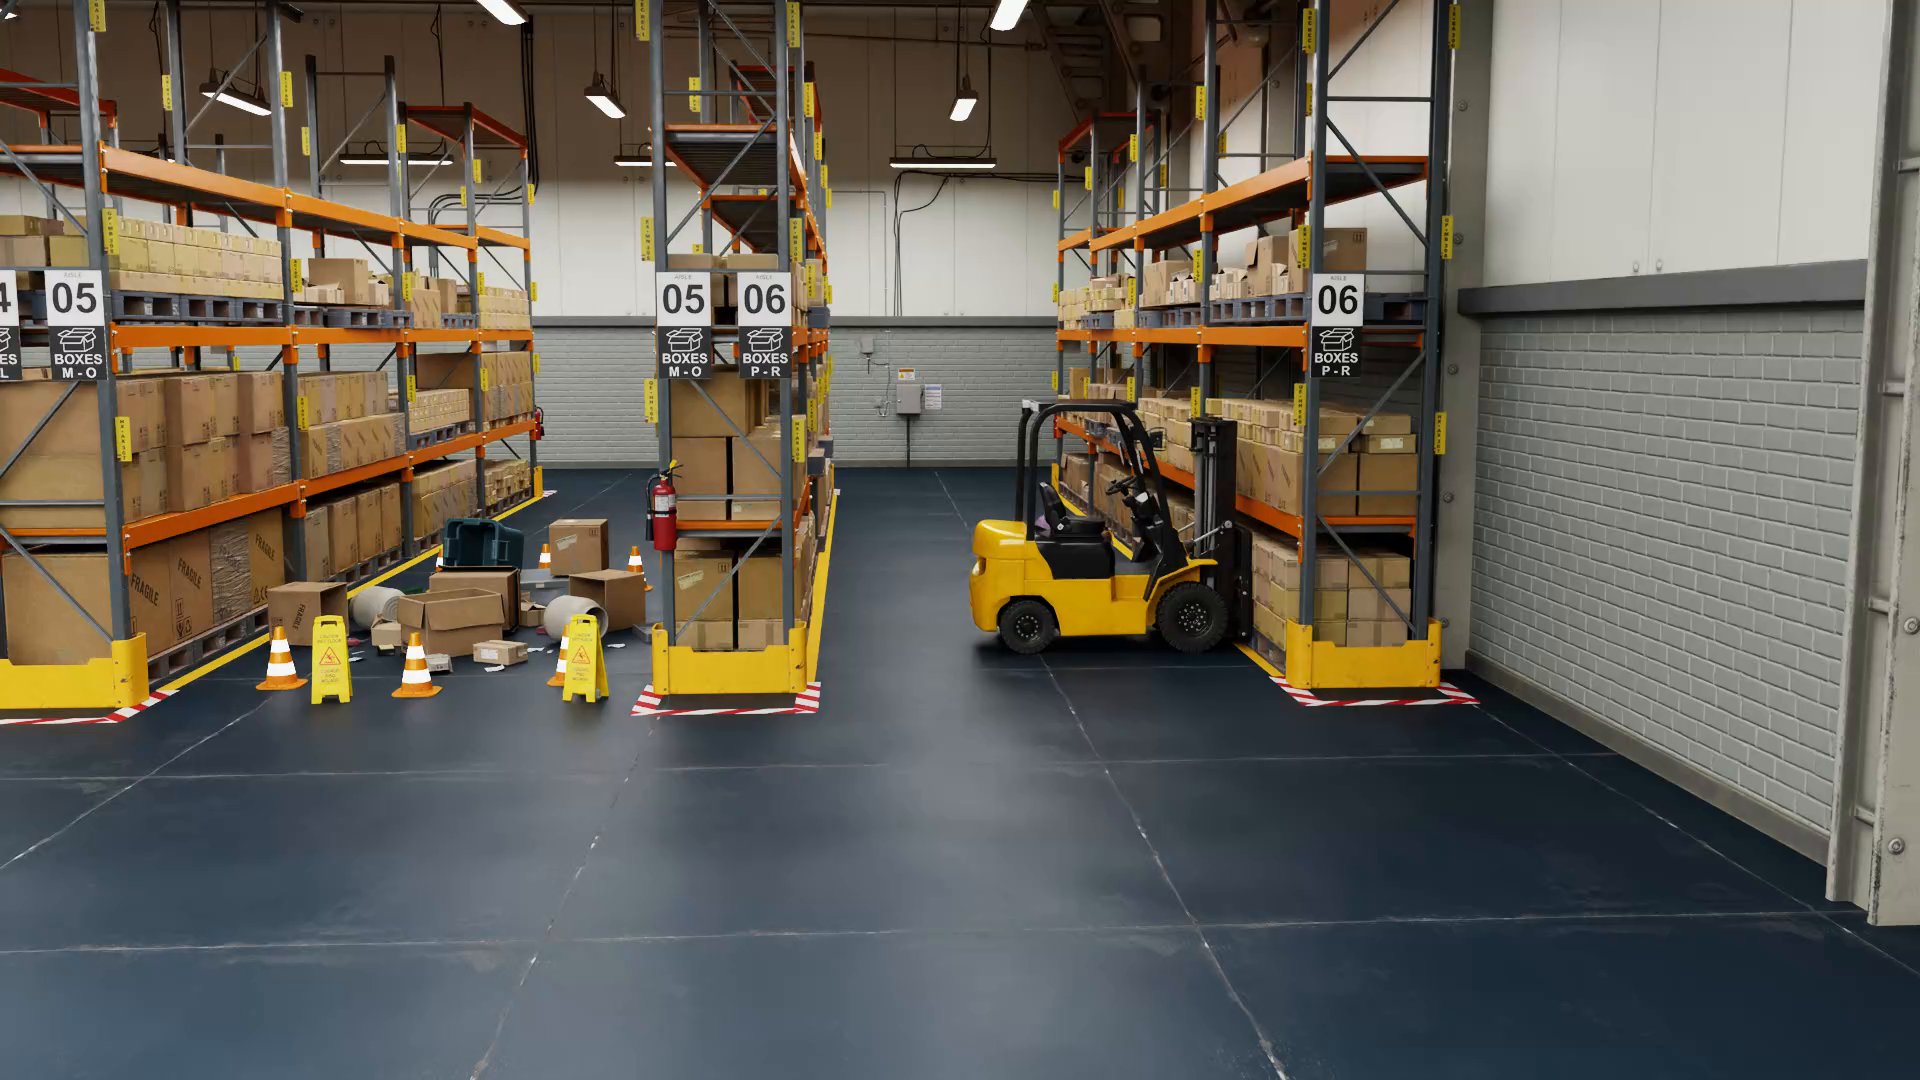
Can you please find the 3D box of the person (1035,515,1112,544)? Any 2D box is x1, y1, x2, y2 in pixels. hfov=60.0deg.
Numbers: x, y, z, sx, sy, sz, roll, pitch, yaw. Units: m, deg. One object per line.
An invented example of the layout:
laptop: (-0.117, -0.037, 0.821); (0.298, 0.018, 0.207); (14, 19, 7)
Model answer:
person: (1.165, 0.163, 17.391); (0.855, 0.881, 0.419); (-1, 7, -7)
